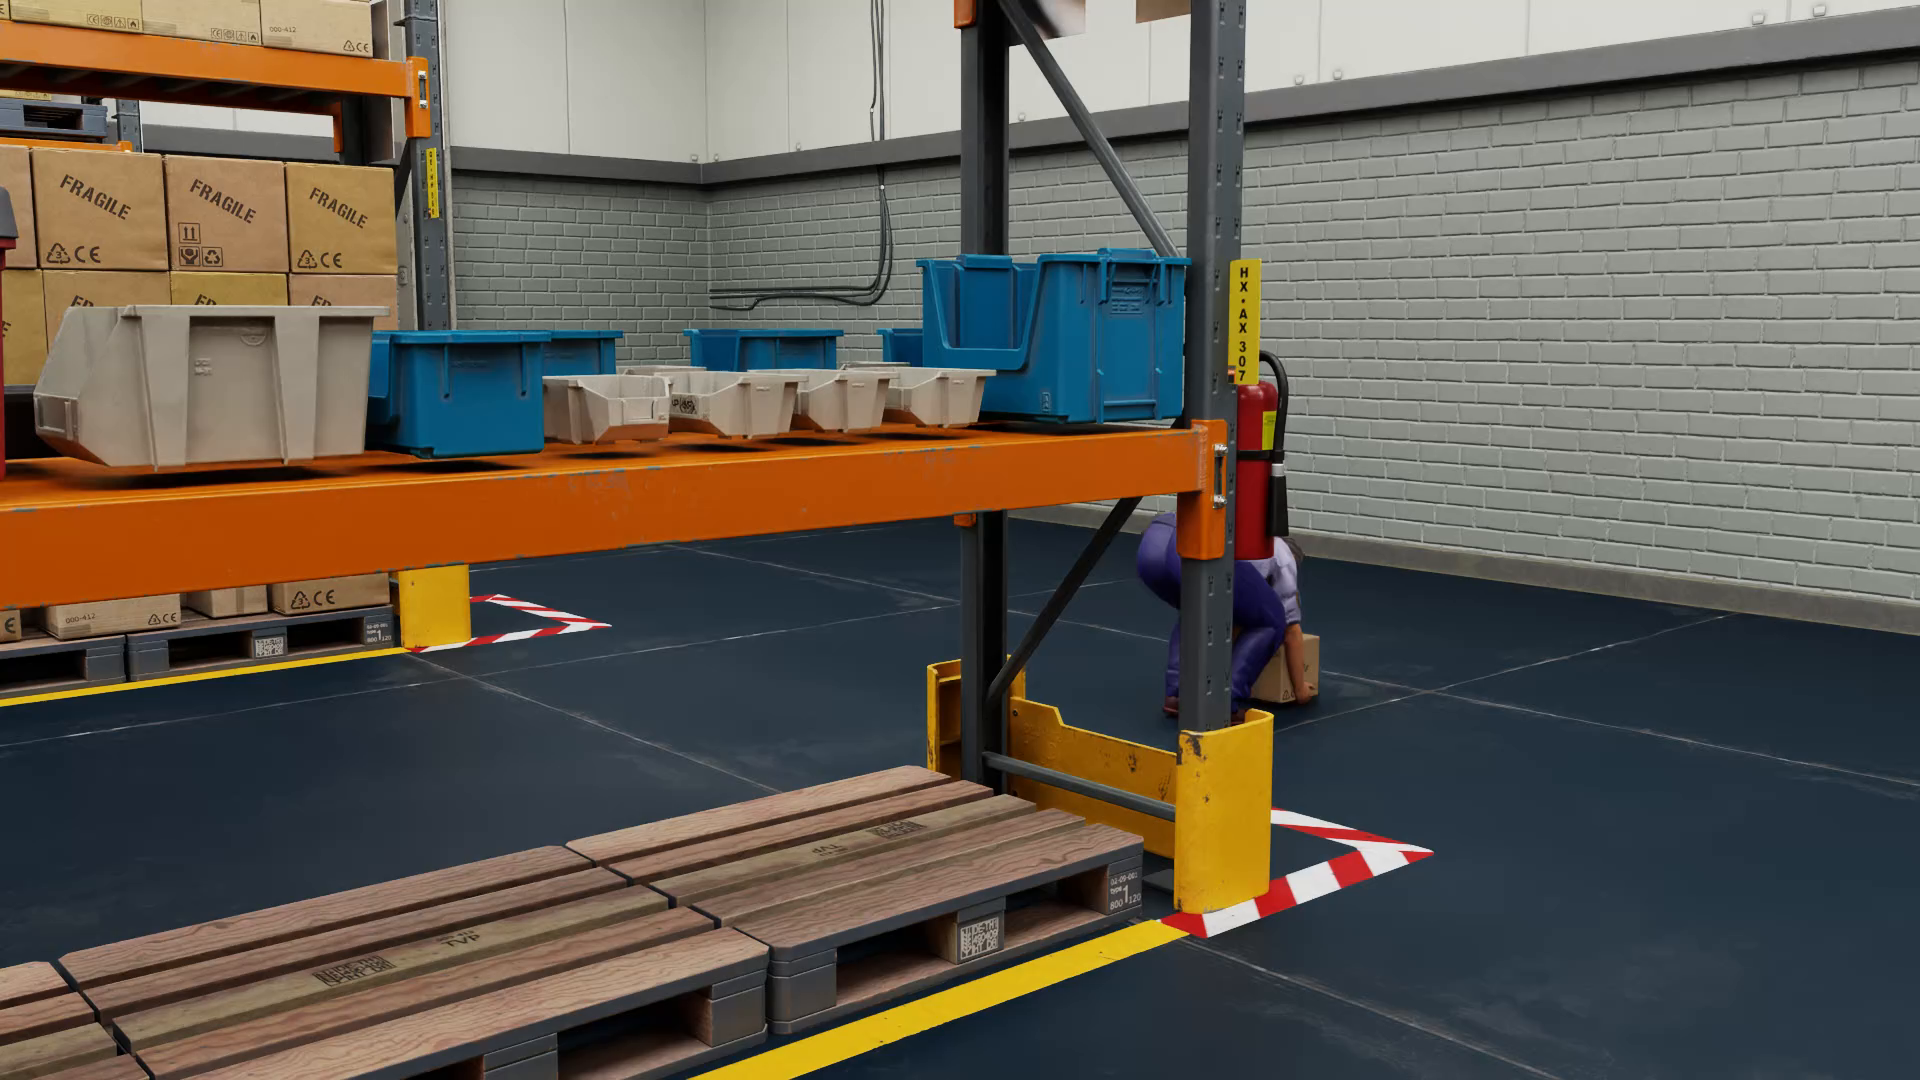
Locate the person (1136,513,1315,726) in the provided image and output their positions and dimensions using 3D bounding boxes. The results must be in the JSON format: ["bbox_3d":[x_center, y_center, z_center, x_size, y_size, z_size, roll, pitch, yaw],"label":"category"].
[{"bbox_3d":[1.094,0.288,6.708,0.898,0.853,0.506,-7,10,-43],"label":"person"}]
